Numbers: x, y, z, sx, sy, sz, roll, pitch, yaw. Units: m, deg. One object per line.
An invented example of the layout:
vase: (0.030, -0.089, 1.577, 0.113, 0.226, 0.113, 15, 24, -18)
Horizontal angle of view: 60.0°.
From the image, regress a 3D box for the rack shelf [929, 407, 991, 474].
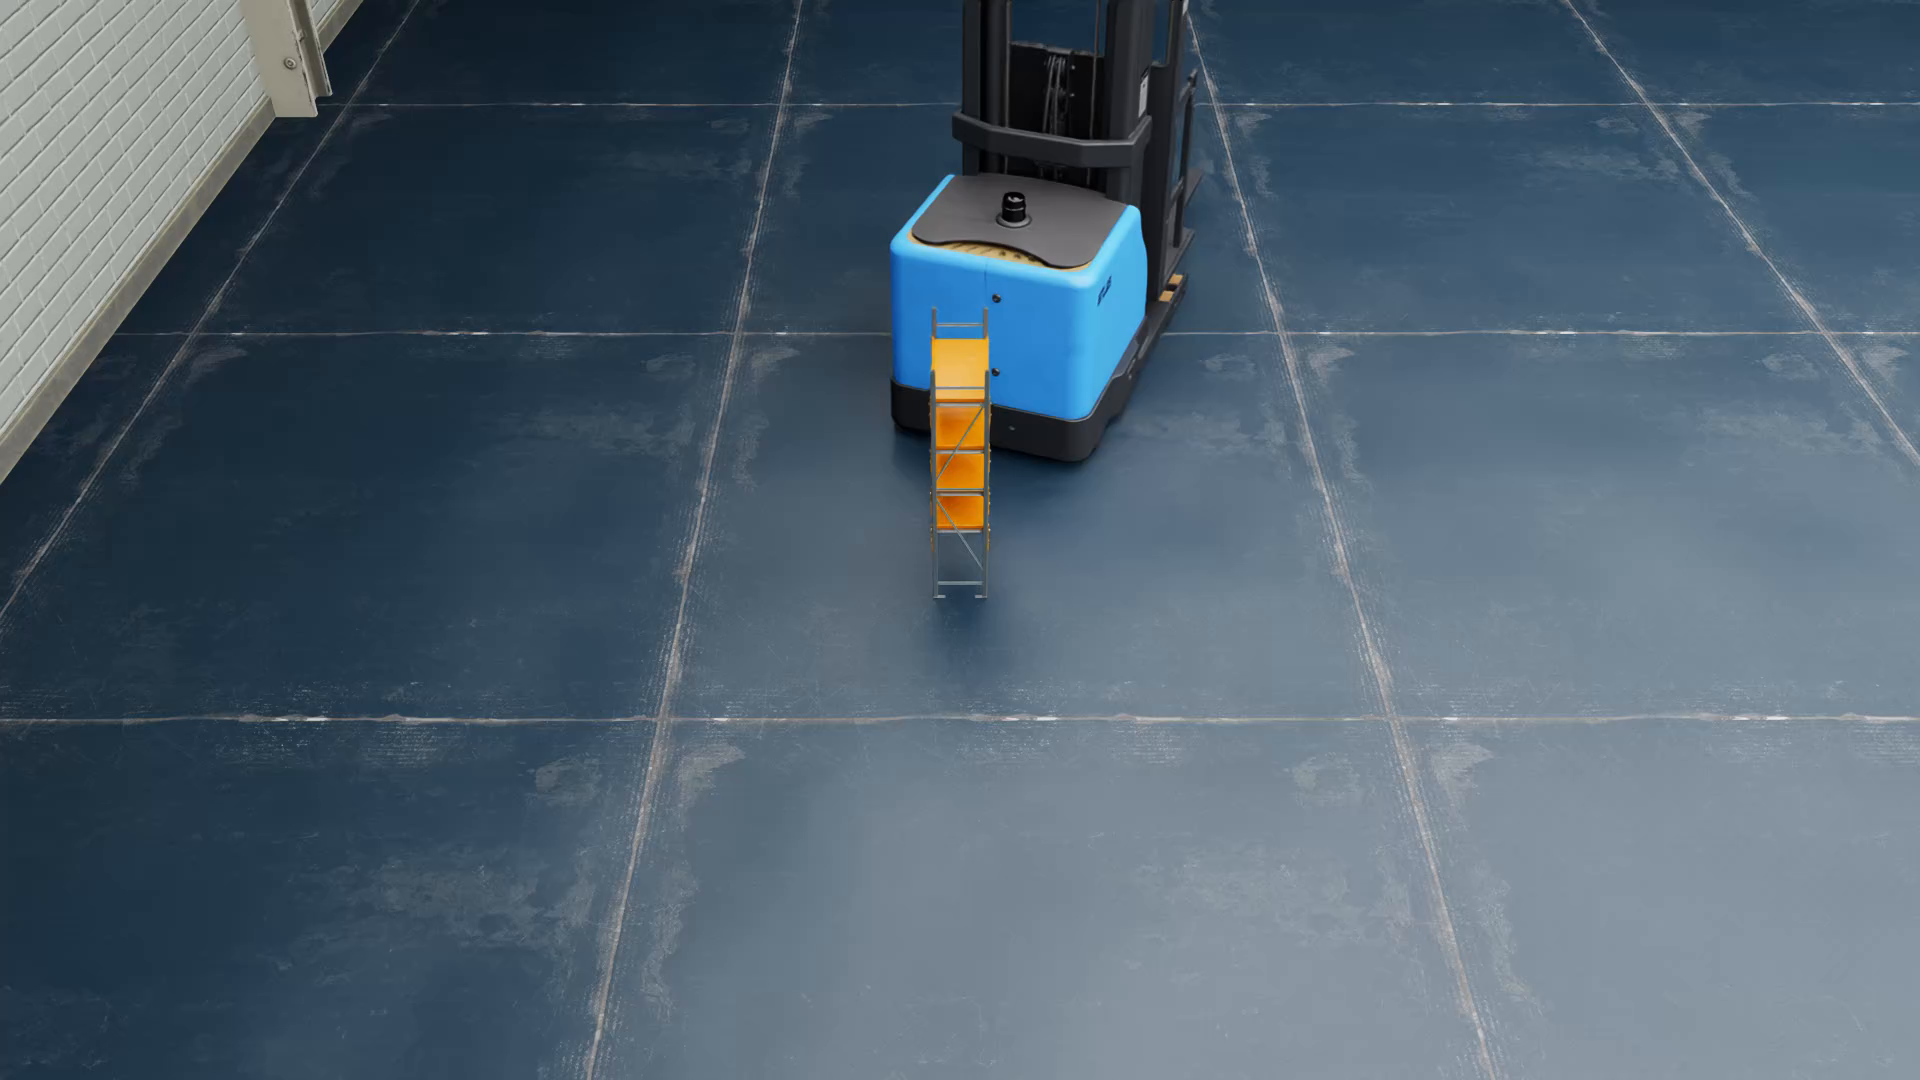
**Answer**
rack shelf: (0.000, -0.487, 7.148, 0.258, 0.148, 0.480, 0, 39, 0)

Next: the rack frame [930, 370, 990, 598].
rack frame: (0.000, -0.212, 7.055, 0.240, 1.200, 0.015, 0, 39, 0)

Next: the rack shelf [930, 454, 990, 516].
rack shelf: (0.000, -0.312, 7.288, 0.258, 0.148, 0.480, 0, 39, 0)

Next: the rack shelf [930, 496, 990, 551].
rack shelf: (0.000, -0.157, 7.412, 0.258, 0.148, 0.480, 0, 39, 0)

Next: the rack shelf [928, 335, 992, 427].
rack shelf: (0.000, -0.671, 7.000, 0.258, 0.148, 0.480, 0, 39, 0)

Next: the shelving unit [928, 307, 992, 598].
shelving unit: (0.000, -0.365, 7.246, 0.258, 1.200, 0.503, 0, 39, 0)

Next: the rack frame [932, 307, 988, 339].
rack frame: (0.000, -0.517, 7.436, 0.240, 1.200, 0.015, 0, 39, 0)

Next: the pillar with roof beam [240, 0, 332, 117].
pillar with roof beam: (-0.249, -6.527, 8.699, 9.100, 9.000, 0.400, 0, 39, 0)

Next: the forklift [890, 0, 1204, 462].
forklift: (0.649, -2.452, 8.466, 1.130, 2.935, 3.031, 13, 41, 16)
